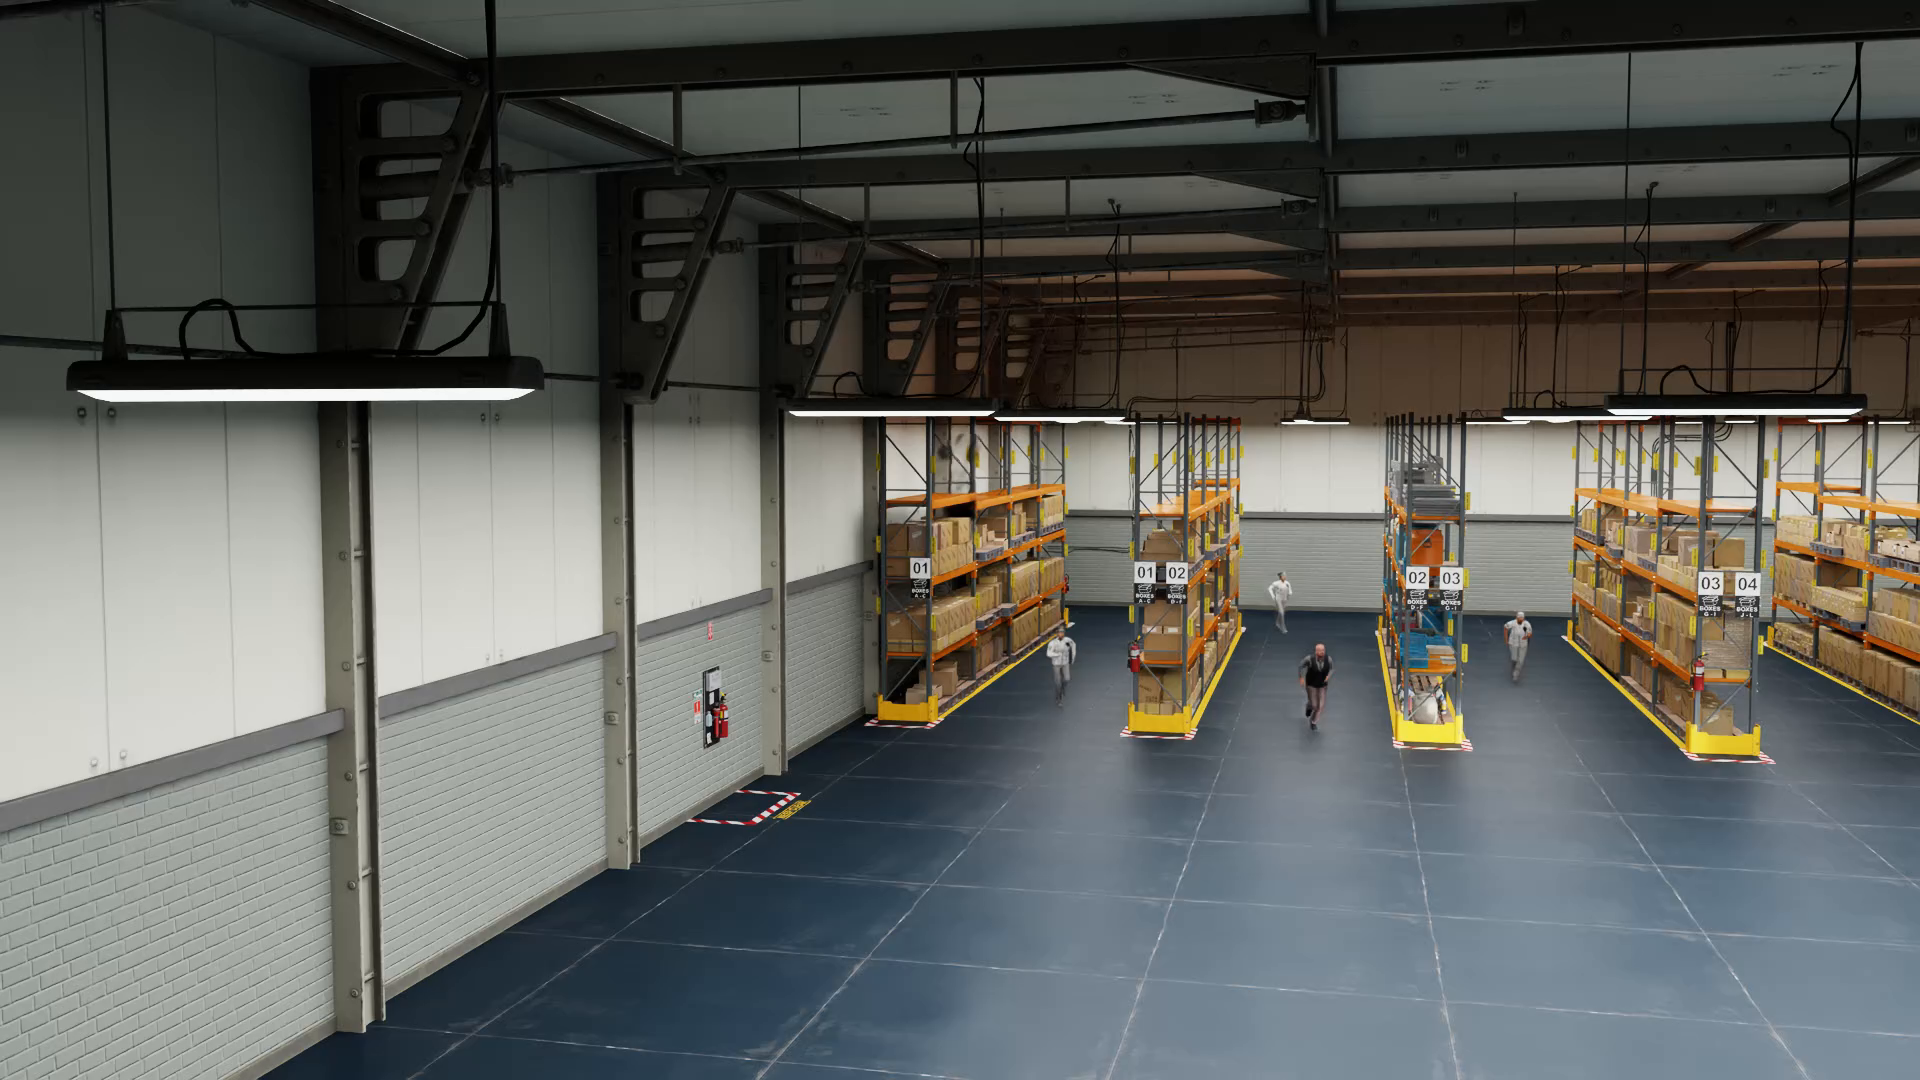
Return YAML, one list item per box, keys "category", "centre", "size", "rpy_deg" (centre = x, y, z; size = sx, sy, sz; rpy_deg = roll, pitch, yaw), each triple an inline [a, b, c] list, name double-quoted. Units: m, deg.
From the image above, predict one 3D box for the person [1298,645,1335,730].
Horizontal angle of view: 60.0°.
- category: "person"
  centre: [6.766, 2.781, 31.571]
  size: [0.649, 1.655, 0.741]
  rpy_deg: [0, 4, -7]

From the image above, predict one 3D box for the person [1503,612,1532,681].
- category: "person"
  centre: [12.607, 2.401, 37.565]
  size: [0.592, 1.593, 0.668]
  rpy_deg: [1, 4, 9]

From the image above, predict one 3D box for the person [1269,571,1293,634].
- category: "person"
  centre: [8.989, 1.726, 46.580]
  size: [0.619, 1.724, 0.908]
  rpy_deg: [-1, 4, -16]

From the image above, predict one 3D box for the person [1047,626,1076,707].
- category: "person"
  centre: [2.083, 2.575, 34.084]
  size: [0.642, 1.674, 0.788]
  rpy_deg: [0, 4, -7]
